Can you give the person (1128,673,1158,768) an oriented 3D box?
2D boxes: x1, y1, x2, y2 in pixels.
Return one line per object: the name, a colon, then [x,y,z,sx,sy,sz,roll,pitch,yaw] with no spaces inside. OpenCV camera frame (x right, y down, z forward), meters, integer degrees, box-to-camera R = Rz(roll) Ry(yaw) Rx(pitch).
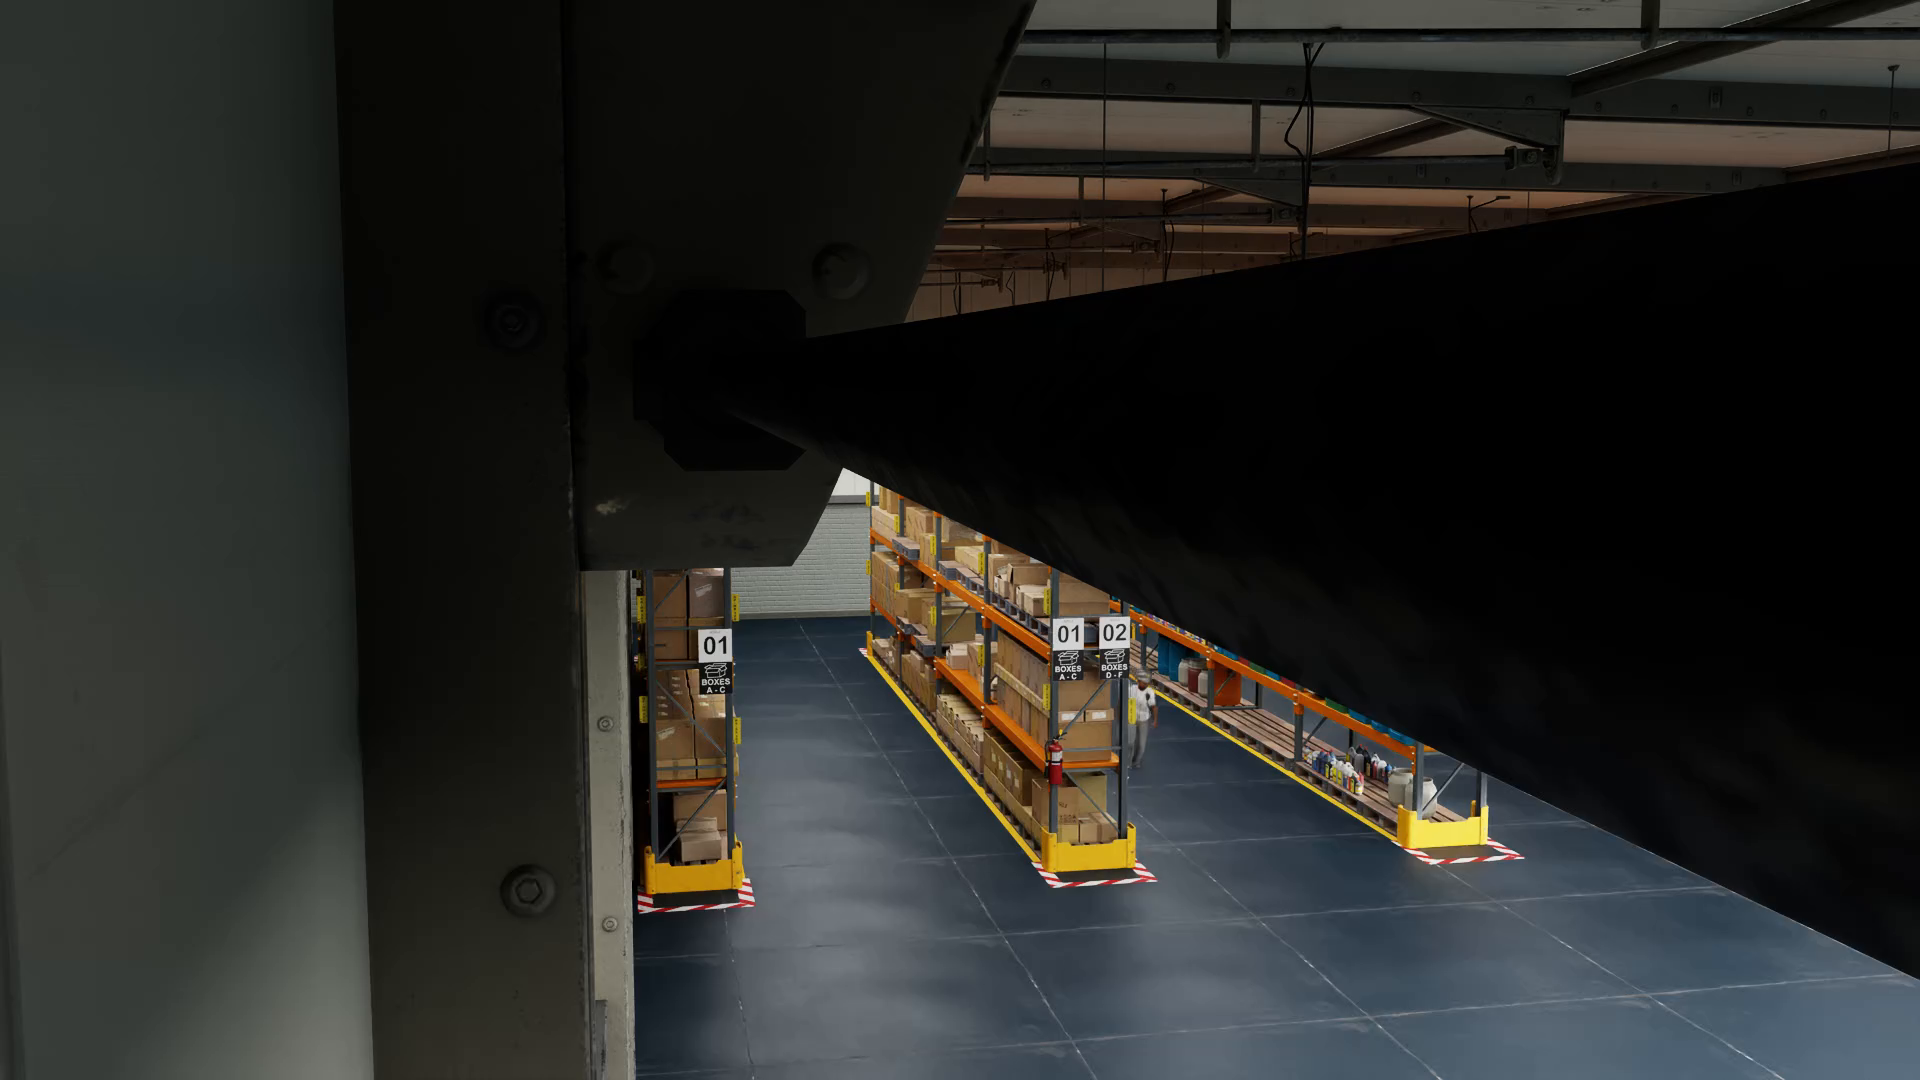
person: [2.804,2.822,25.992,0.545,1.565,0.658,0,6,-5]
